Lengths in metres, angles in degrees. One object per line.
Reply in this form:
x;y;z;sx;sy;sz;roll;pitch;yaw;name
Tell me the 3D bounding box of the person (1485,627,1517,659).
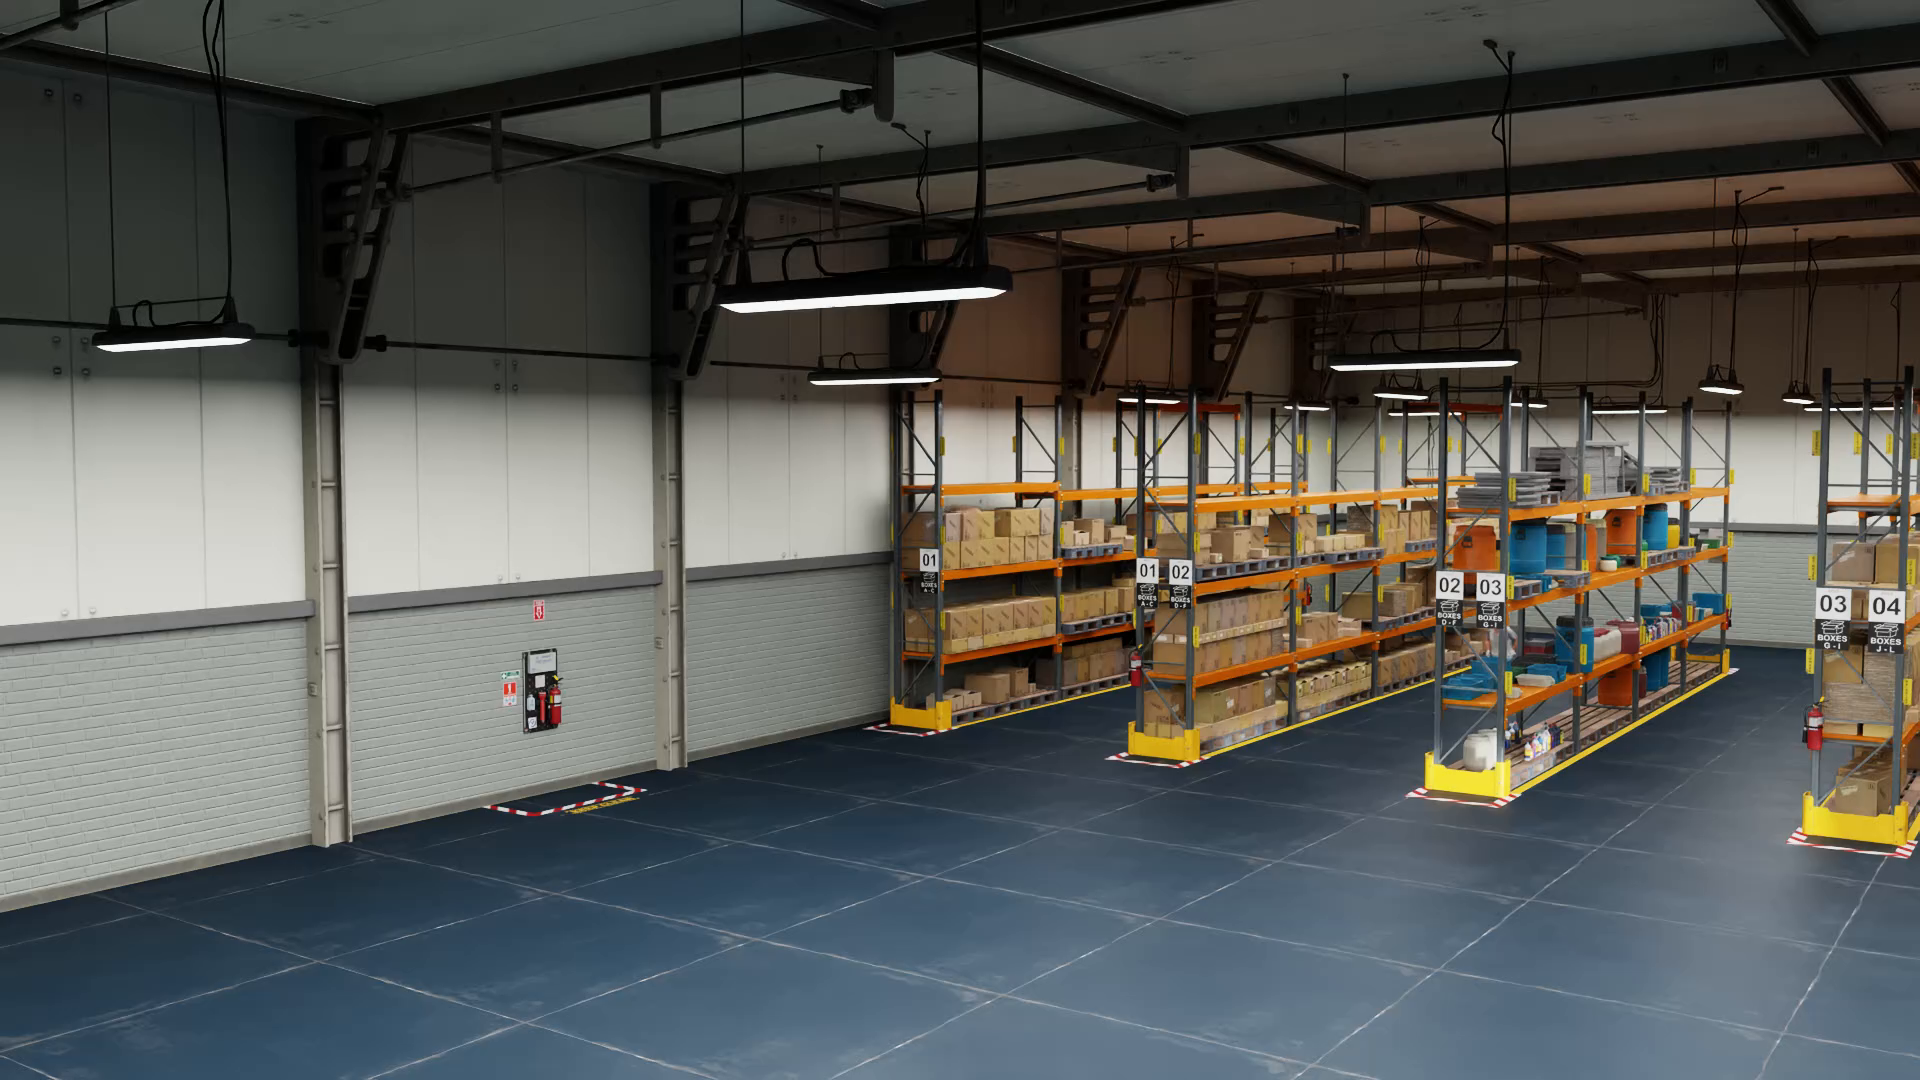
10.790;2.301;33.125;0.696;1.686;0.635;3;4;43;person
